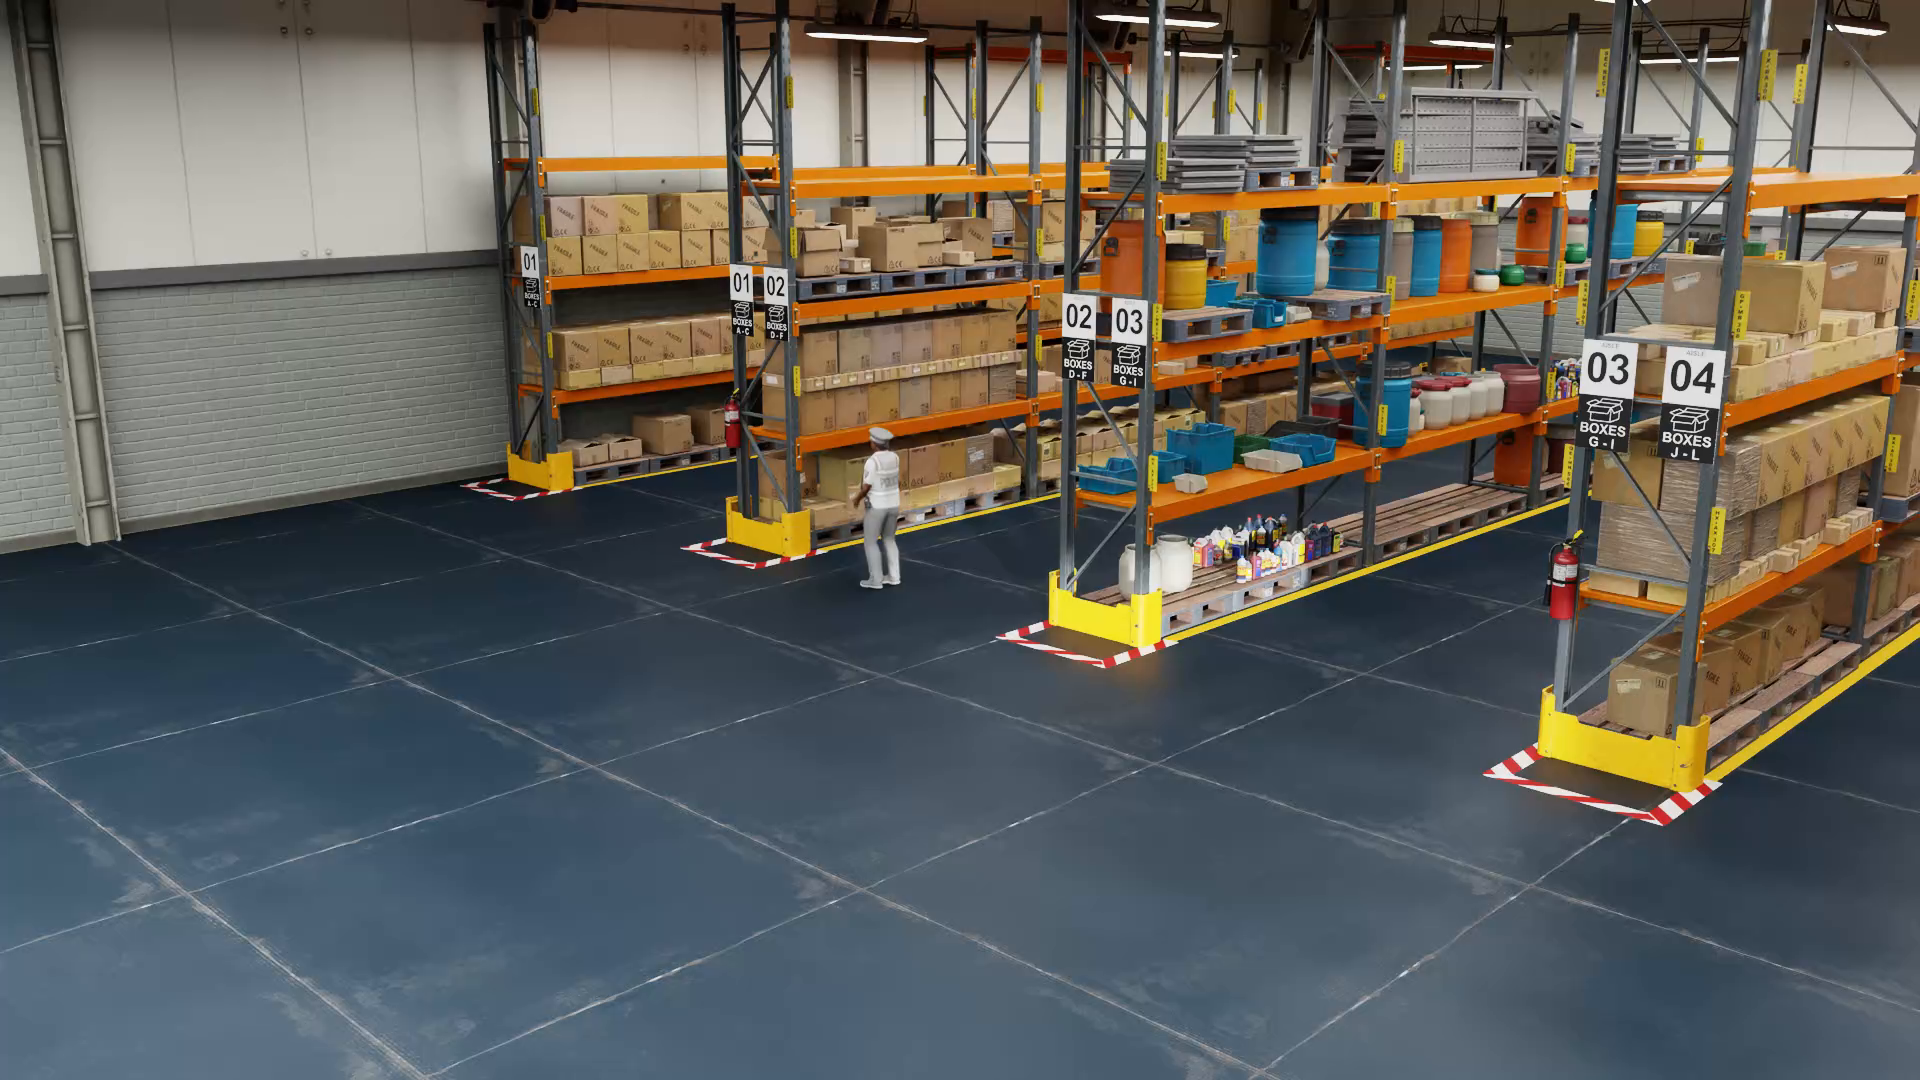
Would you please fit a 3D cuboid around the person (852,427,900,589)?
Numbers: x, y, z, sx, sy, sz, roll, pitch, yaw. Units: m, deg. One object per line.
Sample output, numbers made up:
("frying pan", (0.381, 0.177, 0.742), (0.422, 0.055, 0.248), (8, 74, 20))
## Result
("person", (-0.869, -0.342, 17.348), (0.478, 1.678, 0.473), (13, 19, 42))
